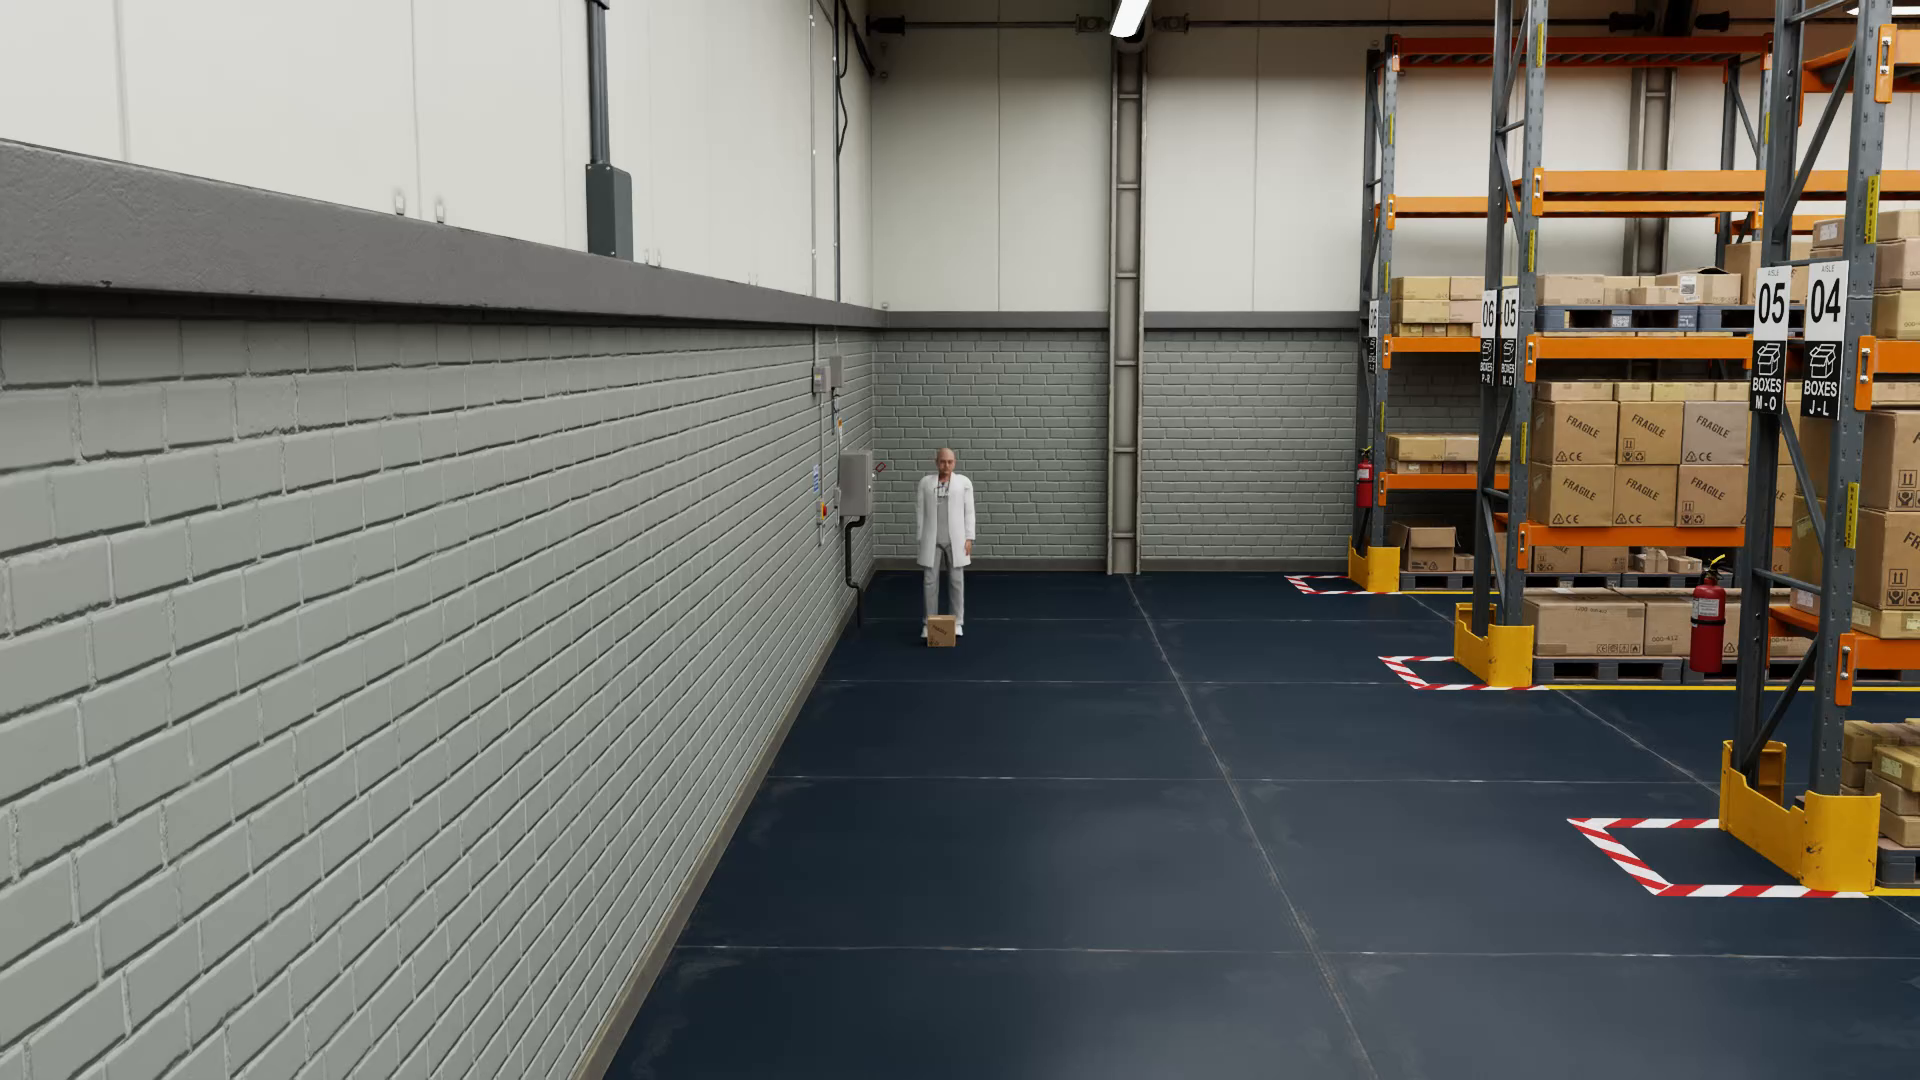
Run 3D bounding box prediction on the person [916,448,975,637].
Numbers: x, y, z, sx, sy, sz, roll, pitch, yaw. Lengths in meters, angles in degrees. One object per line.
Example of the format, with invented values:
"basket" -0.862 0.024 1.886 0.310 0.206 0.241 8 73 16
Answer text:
"person" -0.136 0.020 15.703 0.562 1.781 0.381 0 7 3
